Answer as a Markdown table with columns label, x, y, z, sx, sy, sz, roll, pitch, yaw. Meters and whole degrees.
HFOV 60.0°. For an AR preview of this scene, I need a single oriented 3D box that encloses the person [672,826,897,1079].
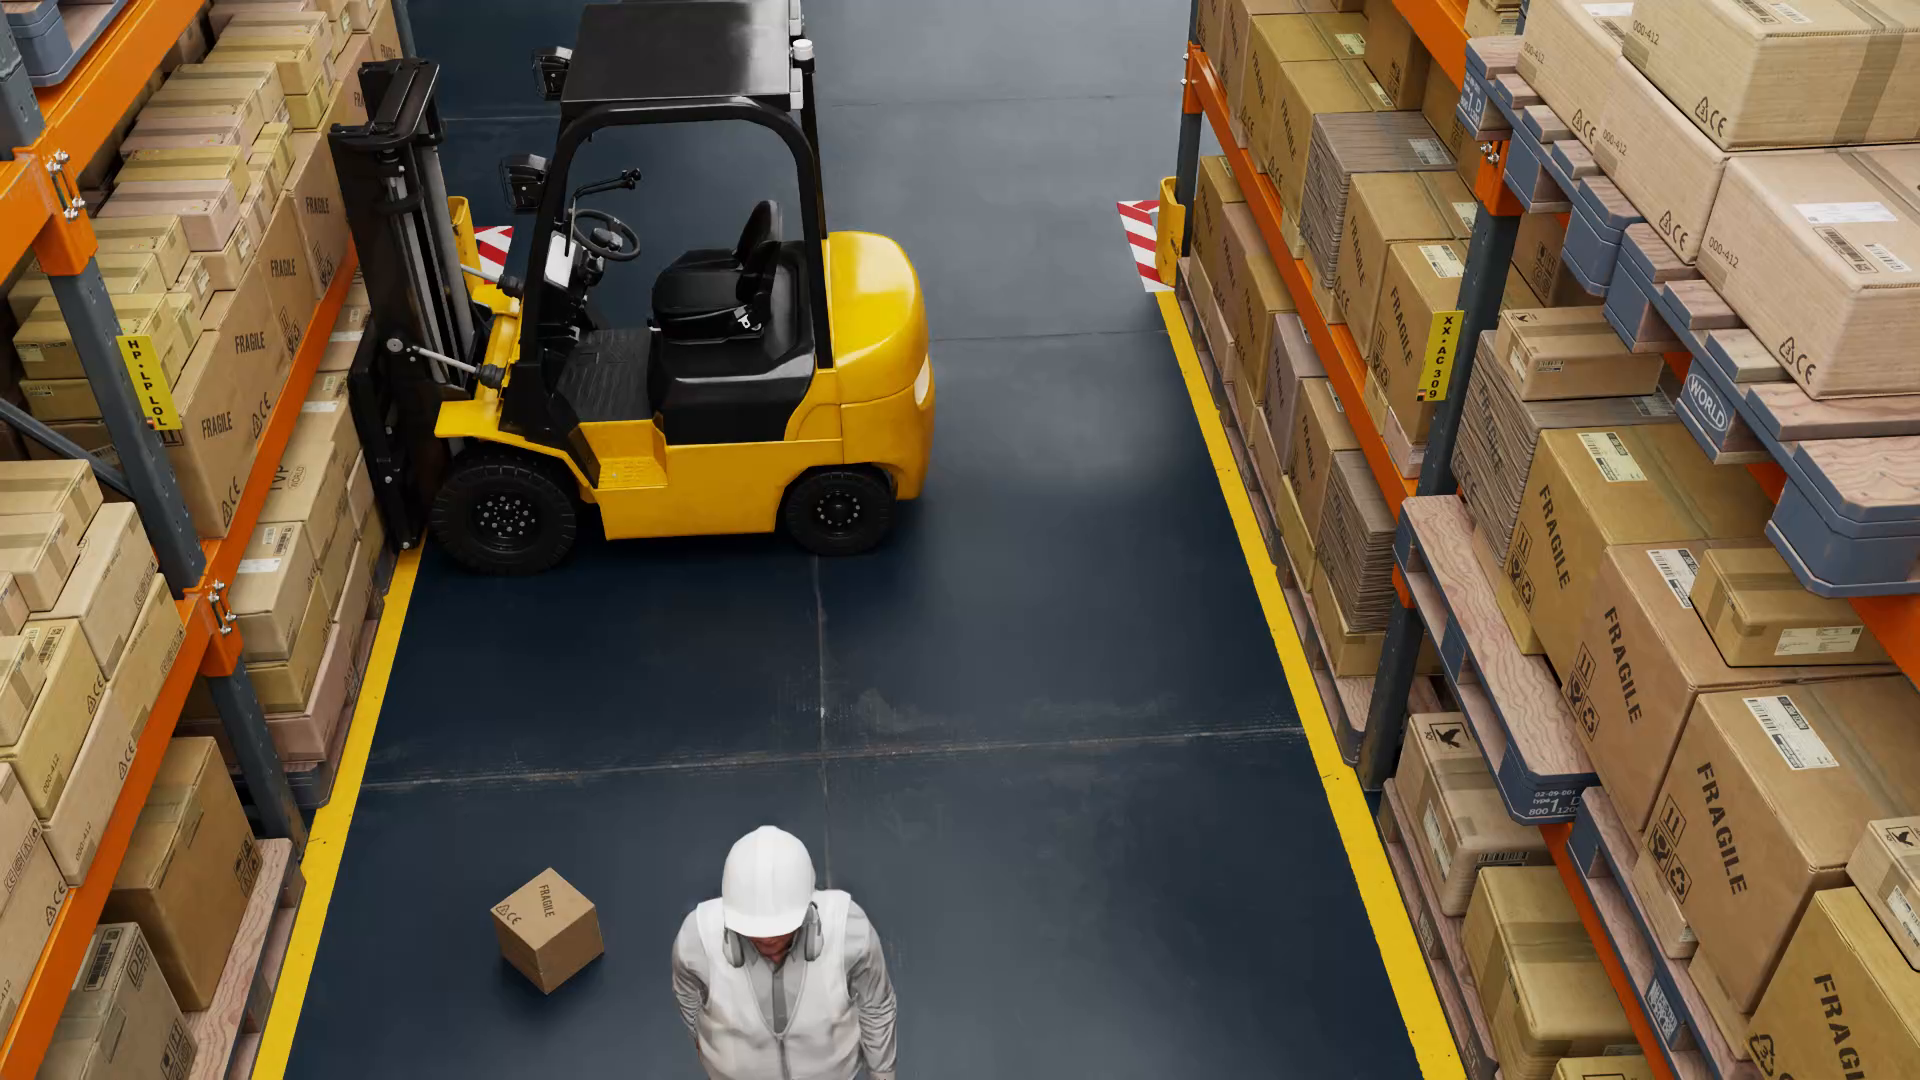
| label | x | y | z | sx | sy | sz | roll | pitch | yaw |
| --- | --- | --- | --- | --- | --- | --- | --- | --- | --- |
| person | -0.440 | 1.407 | 4.387 | 0.566 | 1.769 | 0.871 | -7 | 39 | -8 |
